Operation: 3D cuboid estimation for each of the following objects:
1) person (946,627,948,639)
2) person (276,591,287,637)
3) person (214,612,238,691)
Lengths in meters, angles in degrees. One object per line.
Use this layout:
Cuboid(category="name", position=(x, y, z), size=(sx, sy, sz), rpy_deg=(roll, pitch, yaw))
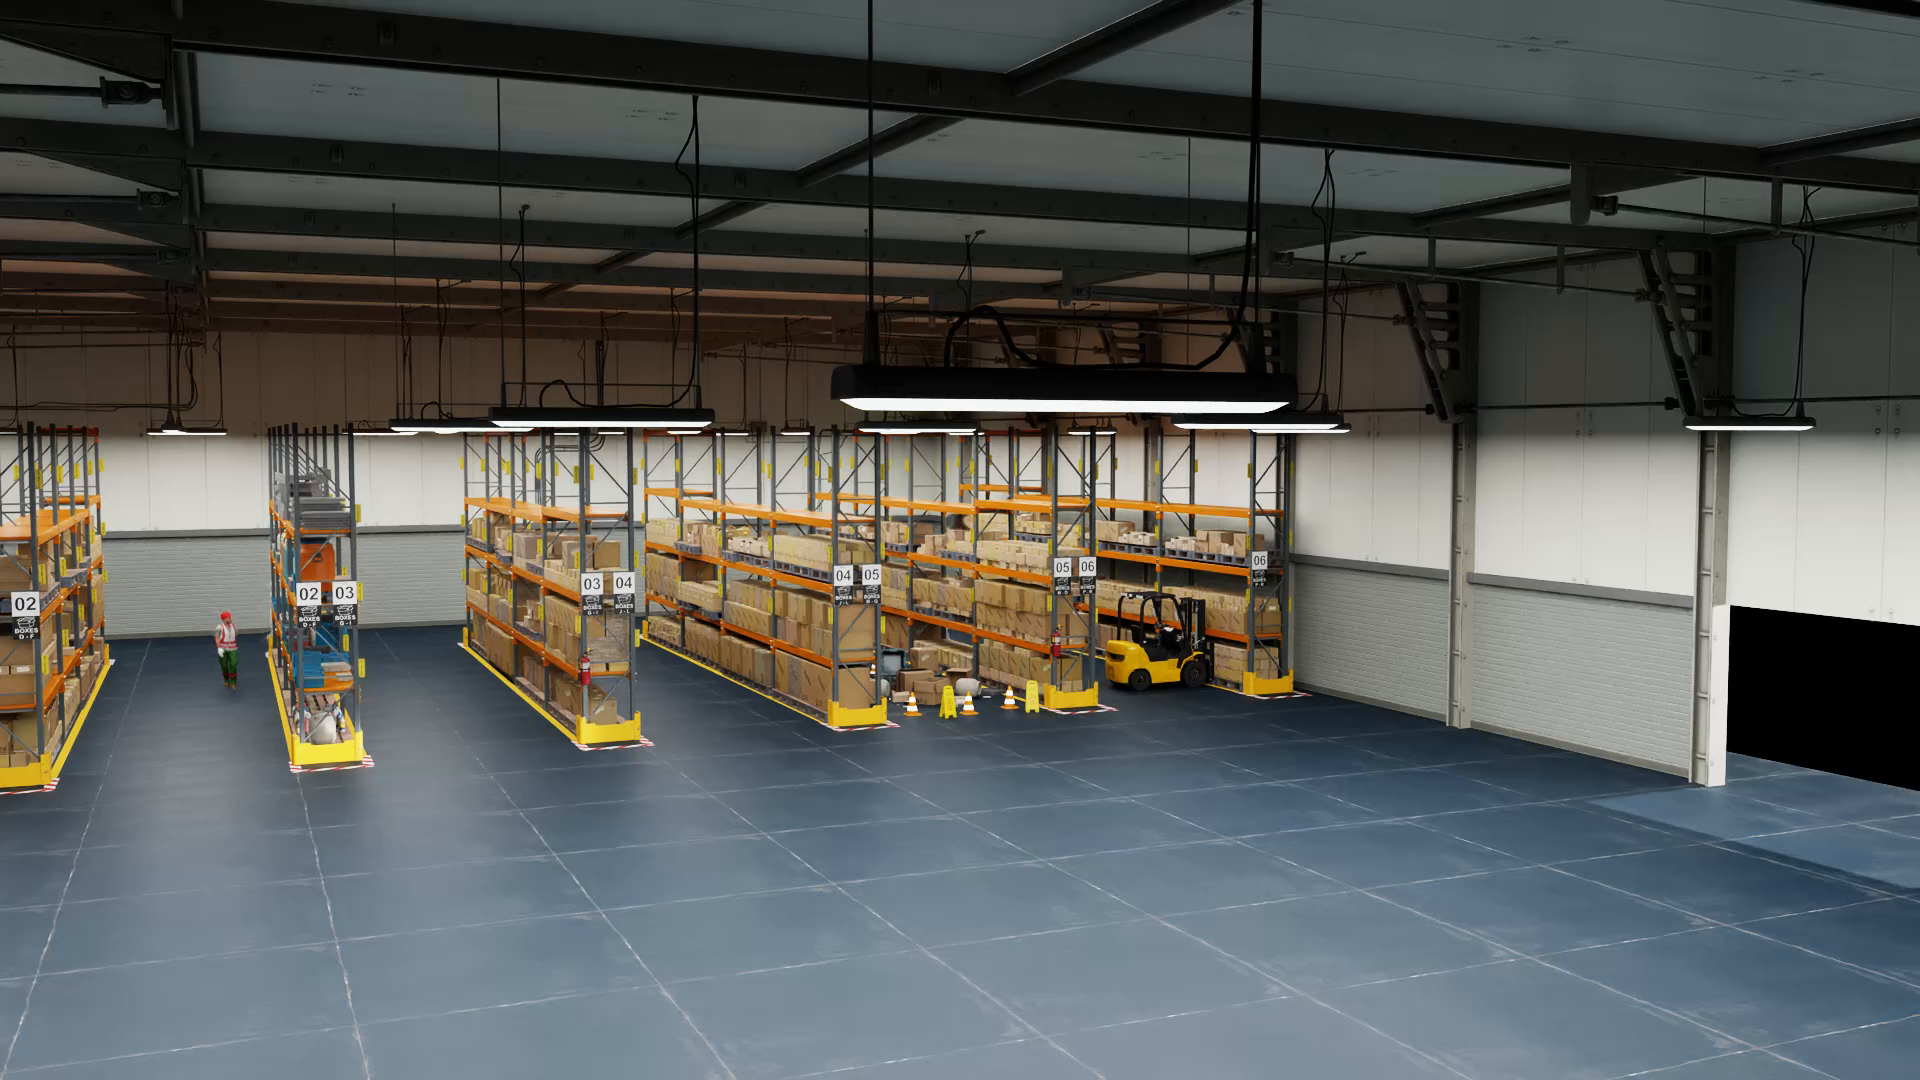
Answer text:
Cuboid(category="person", position=(-0.516, 2.083, 45.887), size=(0.420, 1.688, 0.464), rpy_deg=(-1, 4, -8))
Cuboid(category="person", position=(-18.619, 2.013, 46.096), size=(0.732, 1.761, 0.570), rpy_deg=(-1, 4, -22))
Cuboid(category="person", position=(-16.707, 2.514, 37.862), size=(0.474, 1.753, 0.947), rpy_deg=(-1, 4, -22))
